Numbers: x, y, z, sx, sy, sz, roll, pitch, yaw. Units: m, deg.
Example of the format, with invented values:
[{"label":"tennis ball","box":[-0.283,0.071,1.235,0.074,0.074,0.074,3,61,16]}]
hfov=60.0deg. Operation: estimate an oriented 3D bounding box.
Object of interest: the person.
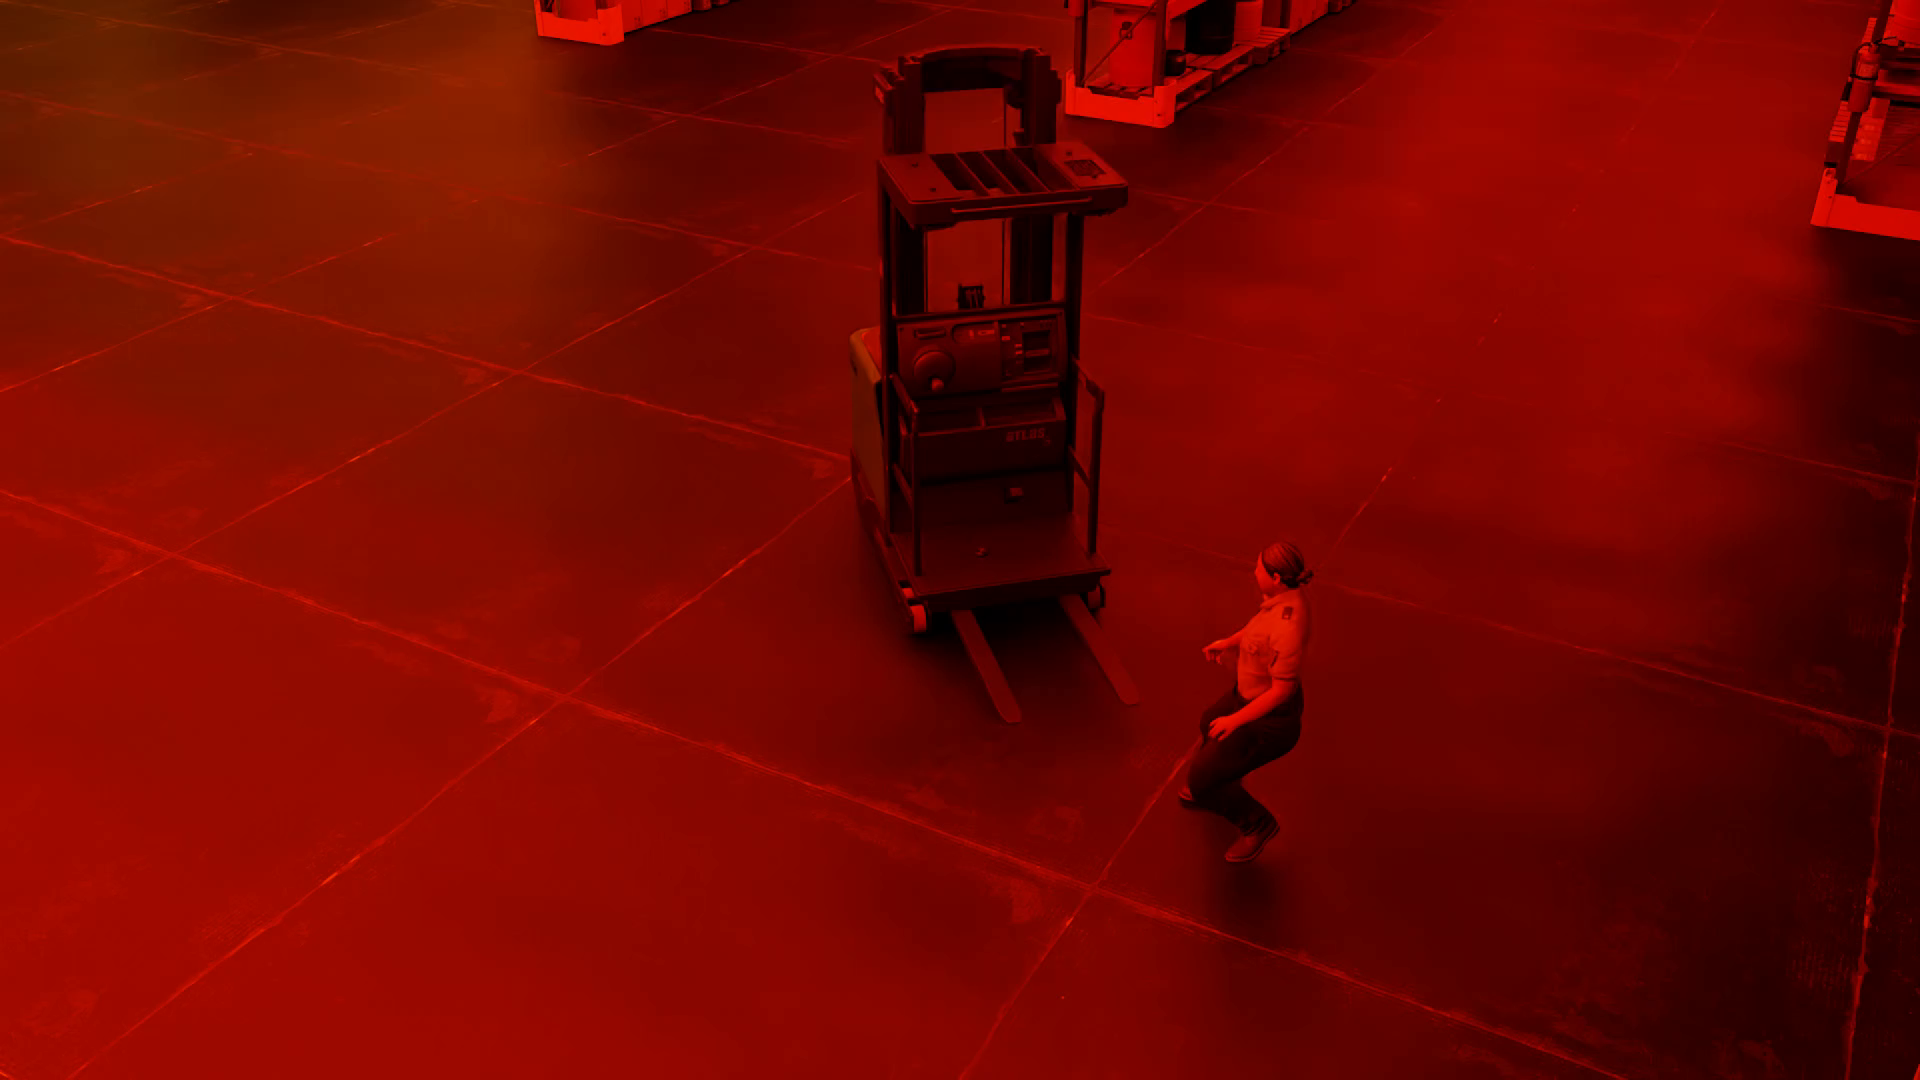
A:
[{"label":"person","box":[1.244,0.675,7.278,0.520,1.546,0.740,7,31,11]}]

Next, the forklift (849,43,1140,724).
[{"label":"forklift","box":[0.179,-0.964,8.741,1.130,2.935,3.031,-7,31,-13]}]
